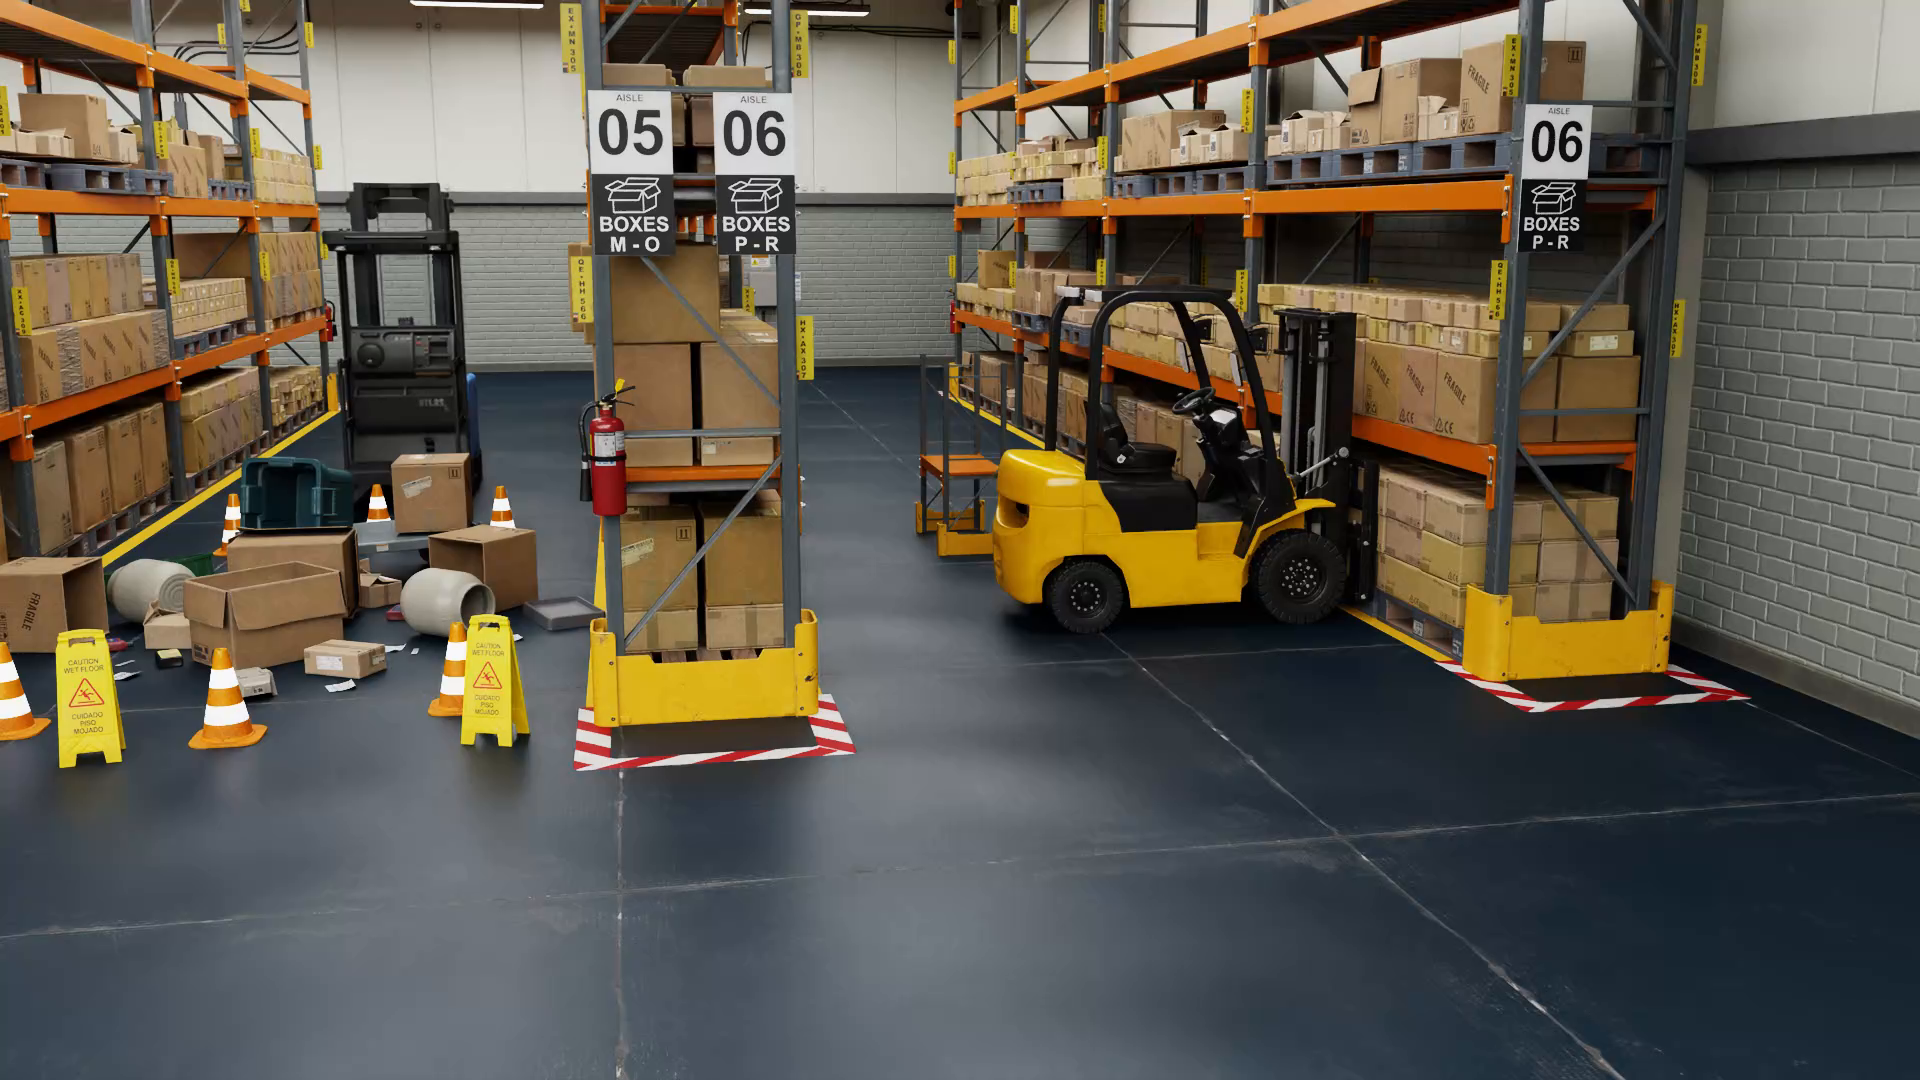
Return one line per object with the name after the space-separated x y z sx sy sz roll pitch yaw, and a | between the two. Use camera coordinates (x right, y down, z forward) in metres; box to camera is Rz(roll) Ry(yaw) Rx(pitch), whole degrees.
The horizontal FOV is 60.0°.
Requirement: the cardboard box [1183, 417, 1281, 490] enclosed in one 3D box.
2.499 -0.734 14.759 0.875 0.625 0.625 -2 11 -12 | cardboard box

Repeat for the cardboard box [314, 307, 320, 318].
-8.943 -3.105 22.658 0.380 0.149 0.250 -2 11 -11 | cardboard box

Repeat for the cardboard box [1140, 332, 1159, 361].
2.023 -1.840 15.740 0.500 0.250 0.500 -2 11 -13 | cardboard box

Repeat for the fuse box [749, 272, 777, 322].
-3.478 -3.926 29.748 0.539 1.711 0.414 -2 11 -11 | fuse box

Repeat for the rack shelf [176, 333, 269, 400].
-8.116 -1.824 17.181 1.077 0.370 4.000 -2 11 -11 | rack shelf

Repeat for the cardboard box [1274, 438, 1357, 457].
2.631 -0.609 12.430 0.500 0.250 0.500 -2 11 -11 | cardboard box

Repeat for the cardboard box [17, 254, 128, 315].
-7.550 -2.175 14.162 0.700 0.500 0.500 -2 11 -12 | cardboard box

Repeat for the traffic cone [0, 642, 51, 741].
-4.882 0.754 8.497 0.336 0.463 0.334 -2 11 -11 | traffic cone

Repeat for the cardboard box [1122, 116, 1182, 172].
1.879 -3.827 16.098 0.500 0.500 0.500 -2 11 -11 | cardboard box

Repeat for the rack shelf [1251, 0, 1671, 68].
3.144 -3.487 10.943 1.077 0.370 4.000 -2 11 -11 | rack shelf

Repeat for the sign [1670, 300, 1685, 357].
4.078 -1.206 9.484 0.100 0.325 0.005 -2 11 -11 | sign

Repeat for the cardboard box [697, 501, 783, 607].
-1.226 0.072 9.521 0.500 0.500 0.500 -3 11 -13 | cardboard box

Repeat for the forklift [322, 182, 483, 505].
-5.159 -1.803 15.330 1.130 2.935 3.031 -2 11 -10 | forklift

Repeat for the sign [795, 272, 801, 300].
-3.034 -4.568 29.931 0.329 0.494 0.001 -2 11 -11 | sign

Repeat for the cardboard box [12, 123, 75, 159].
-7.105 -3.091 12.859 0.396 0.266 0.258 -2 11 -11 | cardboard box

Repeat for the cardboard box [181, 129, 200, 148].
-8.334 -3.987 17.198 0.797 0.503 0.637 -2 11 -12 | cardboard box

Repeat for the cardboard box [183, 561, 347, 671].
-4.160 0.455 9.963 0.637 0.503 0.797 9 14 38 | cardboard box

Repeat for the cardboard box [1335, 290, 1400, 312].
2.854 -1.668 11.639 0.380 0.149 0.250 -2 11 -11 | cardboard box

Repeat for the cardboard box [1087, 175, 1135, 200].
1.639 -3.675 17.363 0.500 0.250 0.500 -2 11 -13 | cardboard box

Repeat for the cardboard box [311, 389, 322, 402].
-8.827 -1.951 22.426 0.380 0.149 0.250 -2 11 -9 | cardboard box

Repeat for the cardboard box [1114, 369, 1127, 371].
1.847 -1.928 19.631 0.380 0.149 0.250 -2 11 -10 | cardboard box

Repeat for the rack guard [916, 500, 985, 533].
-0.082 -0.200 14.080 0.587 0.250 0.087 -2 11 -11 | rack guard

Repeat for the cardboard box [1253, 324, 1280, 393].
2.585 -1.415 12.840 0.500 0.500 0.500 -2 11 -13 | cardboard box

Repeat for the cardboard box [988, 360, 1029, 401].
0.777 -2.172 22.646 0.700 0.500 0.500 -3 11 -13 | cardboard box

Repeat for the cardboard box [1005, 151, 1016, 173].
0.865 -4.799 21.135 0.500 0.250 0.500 -2 11 -11 | cardboard box

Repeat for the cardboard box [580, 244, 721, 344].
-1.649 -1.314 8.840 0.700 0.500 0.500 -2 11 -12 | cardboard box

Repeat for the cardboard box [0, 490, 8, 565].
-6.896 -0.121 10.872 0.875 0.875 0.875 -2 11 -10 | cardboard box

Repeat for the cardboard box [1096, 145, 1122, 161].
1.620 -3.984 17.124 0.380 0.149 0.250 -2 11 -9 | cardboard box

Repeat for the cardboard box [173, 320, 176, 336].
-7.616 -1.983 15.640 0.380 0.149 0.250 -2 11 -12 | cardboard box

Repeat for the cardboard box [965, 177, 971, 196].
0.358 -5.020 23.630 0.500 0.250 0.500 -2 11 -10 | cardboard box

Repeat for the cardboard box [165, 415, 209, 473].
-7.615 -0.928 16.111 0.500 0.500 0.500 -3 11 -13 | cardboard box

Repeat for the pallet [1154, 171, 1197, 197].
2.417 -3.245 15.204 1.003 0.211 1.213 -2 11 -8 | pallet

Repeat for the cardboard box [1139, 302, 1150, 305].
1.941 -2.346 15.999 0.380 0.149 0.250 -2 11 -10 | cardboard box

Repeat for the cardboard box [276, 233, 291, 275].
-8.537 -3.510 20.379 0.500 0.500 0.500 -2 11 -10 | cardboard box

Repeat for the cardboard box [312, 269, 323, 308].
-8.943 -3.400 22.474 0.500 0.500 0.500 -2 11 -10 | cardboard box

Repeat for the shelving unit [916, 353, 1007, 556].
0.015 -0.723 13.483 0.587 1.500 1.083 -2 11 -11 | shelving unit

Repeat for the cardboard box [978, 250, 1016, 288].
0.537 -3.730 22.872 0.500 0.500 0.500 -2 11 -10 | cardboard box

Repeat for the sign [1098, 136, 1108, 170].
1.444 -3.898 16.751 0.100 0.325 0.005 -2 11 -11 | sign

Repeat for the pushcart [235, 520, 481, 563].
-4.340 0.105 12.136 1.648 0.377 0.936 -6 13 -31 | pushcart

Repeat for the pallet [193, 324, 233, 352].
-8.152 -2.078 17.104 1.003 0.211 1.213 -2 11 -11 | pallet

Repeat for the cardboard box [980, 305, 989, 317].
0.489 -3.178 23.044 0.380 0.149 0.250 -2 11 -10 | cardboard box

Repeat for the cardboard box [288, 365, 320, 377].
-8.932 -2.288 22.605 0.380 0.149 0.250 -2 11 -10 | cardboard box

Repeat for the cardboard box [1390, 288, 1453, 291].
3.327 -1.735 11.994 0.380 0.149 0.250 -2 11 -12 | cardboard box

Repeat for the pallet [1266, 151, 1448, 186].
2.946 -2.731 12.238 1.003 0.211 1.213 -2 11 -11 | pallet

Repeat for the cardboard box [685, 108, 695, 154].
-1.260 -2.282 9.249 0.500 0.250 0.500 -2 11 -12 | cardboard box

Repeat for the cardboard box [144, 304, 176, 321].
-7.624 -2.135 15.646 0.380 0.149 0.250 -2 11 -8 | cardboard box

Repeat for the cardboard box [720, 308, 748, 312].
-1.783 -1.398 11.957 0.500 0.500 0.500 -2 11 -12 | cardboard box

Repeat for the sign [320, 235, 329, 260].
-8.735 -4.018 22.844 0.100 0.325 0.005 -2 11 -11 | sign

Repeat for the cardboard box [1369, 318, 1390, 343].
2.917 -1.378 10.914 0.380 0.149 0.250 -2 11 -11 | cardboard box

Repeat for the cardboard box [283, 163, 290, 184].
-8.660 -4.567 20.711 0.500 0.250 0.500 -3 11 -13 | cardboard box

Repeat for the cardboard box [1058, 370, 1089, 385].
1.323 -1.908 19.527 0.380 0.149 0.250 -2 11 -9 | cardboard box

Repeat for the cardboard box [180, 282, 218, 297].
-7.983 -2.614 17.363 0.380 0.149 0.250 -3 11 -14 | cardboard box

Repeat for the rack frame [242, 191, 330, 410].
-9.283 -3.278 22.895 1.000 3.000 0.127 -2 11 -11 | rack frame

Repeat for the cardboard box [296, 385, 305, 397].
-8.653 -1.906 21.393 0.380 0.149 0.250 -2 11 -8 | cardboard box

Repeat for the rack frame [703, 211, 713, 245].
-2.891 -2.009 16.229 1.000 3.000 0.127 -2 11 -11 | rack frame

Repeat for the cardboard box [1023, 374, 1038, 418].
1.072 -1.805 20.721 0.500 0.500 0.500 -2 11 -9 | cardboard box
